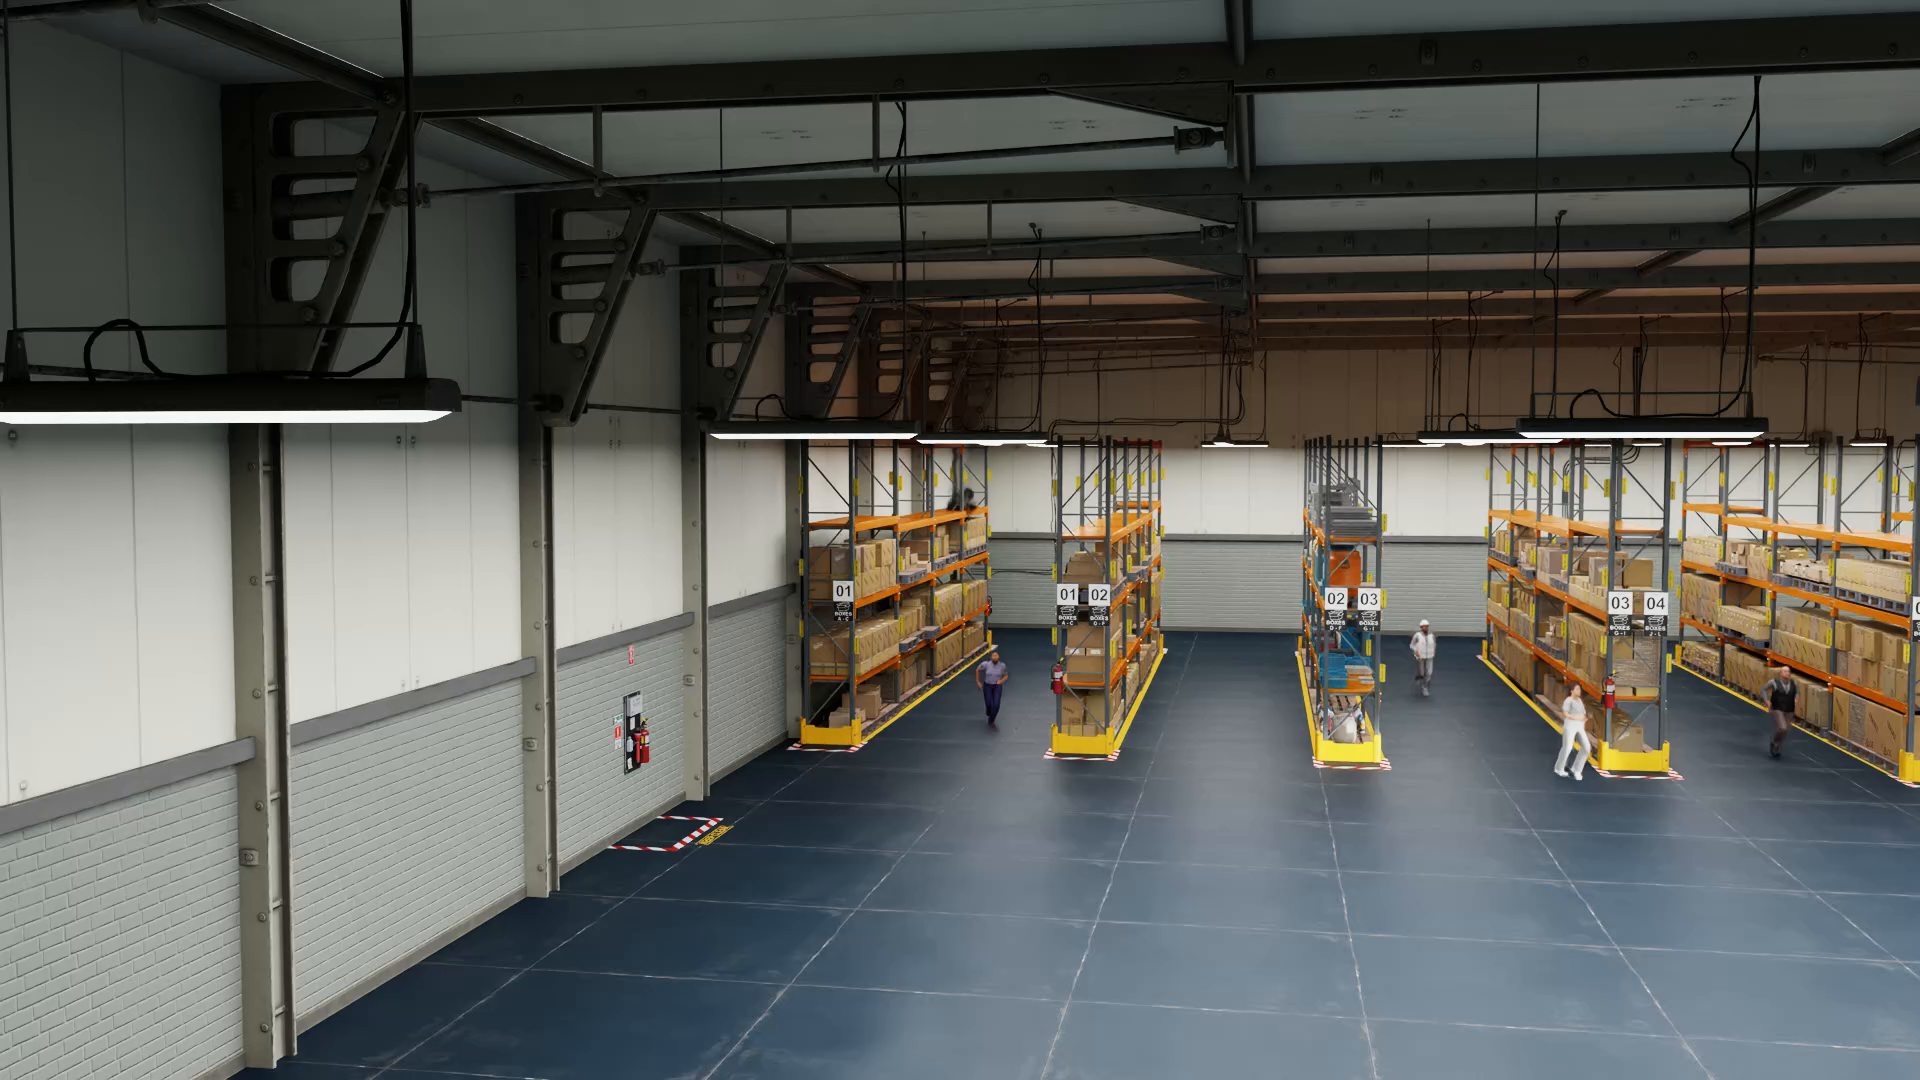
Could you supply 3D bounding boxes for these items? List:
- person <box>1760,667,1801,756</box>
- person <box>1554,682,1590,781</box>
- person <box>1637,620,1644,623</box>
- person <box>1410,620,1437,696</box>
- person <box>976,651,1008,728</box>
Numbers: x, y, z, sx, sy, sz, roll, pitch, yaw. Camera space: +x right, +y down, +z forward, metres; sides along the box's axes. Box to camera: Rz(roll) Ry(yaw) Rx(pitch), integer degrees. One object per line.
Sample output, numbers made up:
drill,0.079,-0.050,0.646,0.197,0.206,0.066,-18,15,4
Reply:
person,15.317,3.189,30.954,0.653,1.678,0.698,0,3,-2
person,10.702,3.327,28.963,0.580,1.706,0.686,-1,3,-25
person,17.627,2.594,42.820,0.591,1.628,0.550,1,3,10
person,10.912,2.758,39.128,0.668,1.757,0.698,0,3,-3
person,0.669,3.084,34.314,0.645,1.600,0.623,0,3,-5
